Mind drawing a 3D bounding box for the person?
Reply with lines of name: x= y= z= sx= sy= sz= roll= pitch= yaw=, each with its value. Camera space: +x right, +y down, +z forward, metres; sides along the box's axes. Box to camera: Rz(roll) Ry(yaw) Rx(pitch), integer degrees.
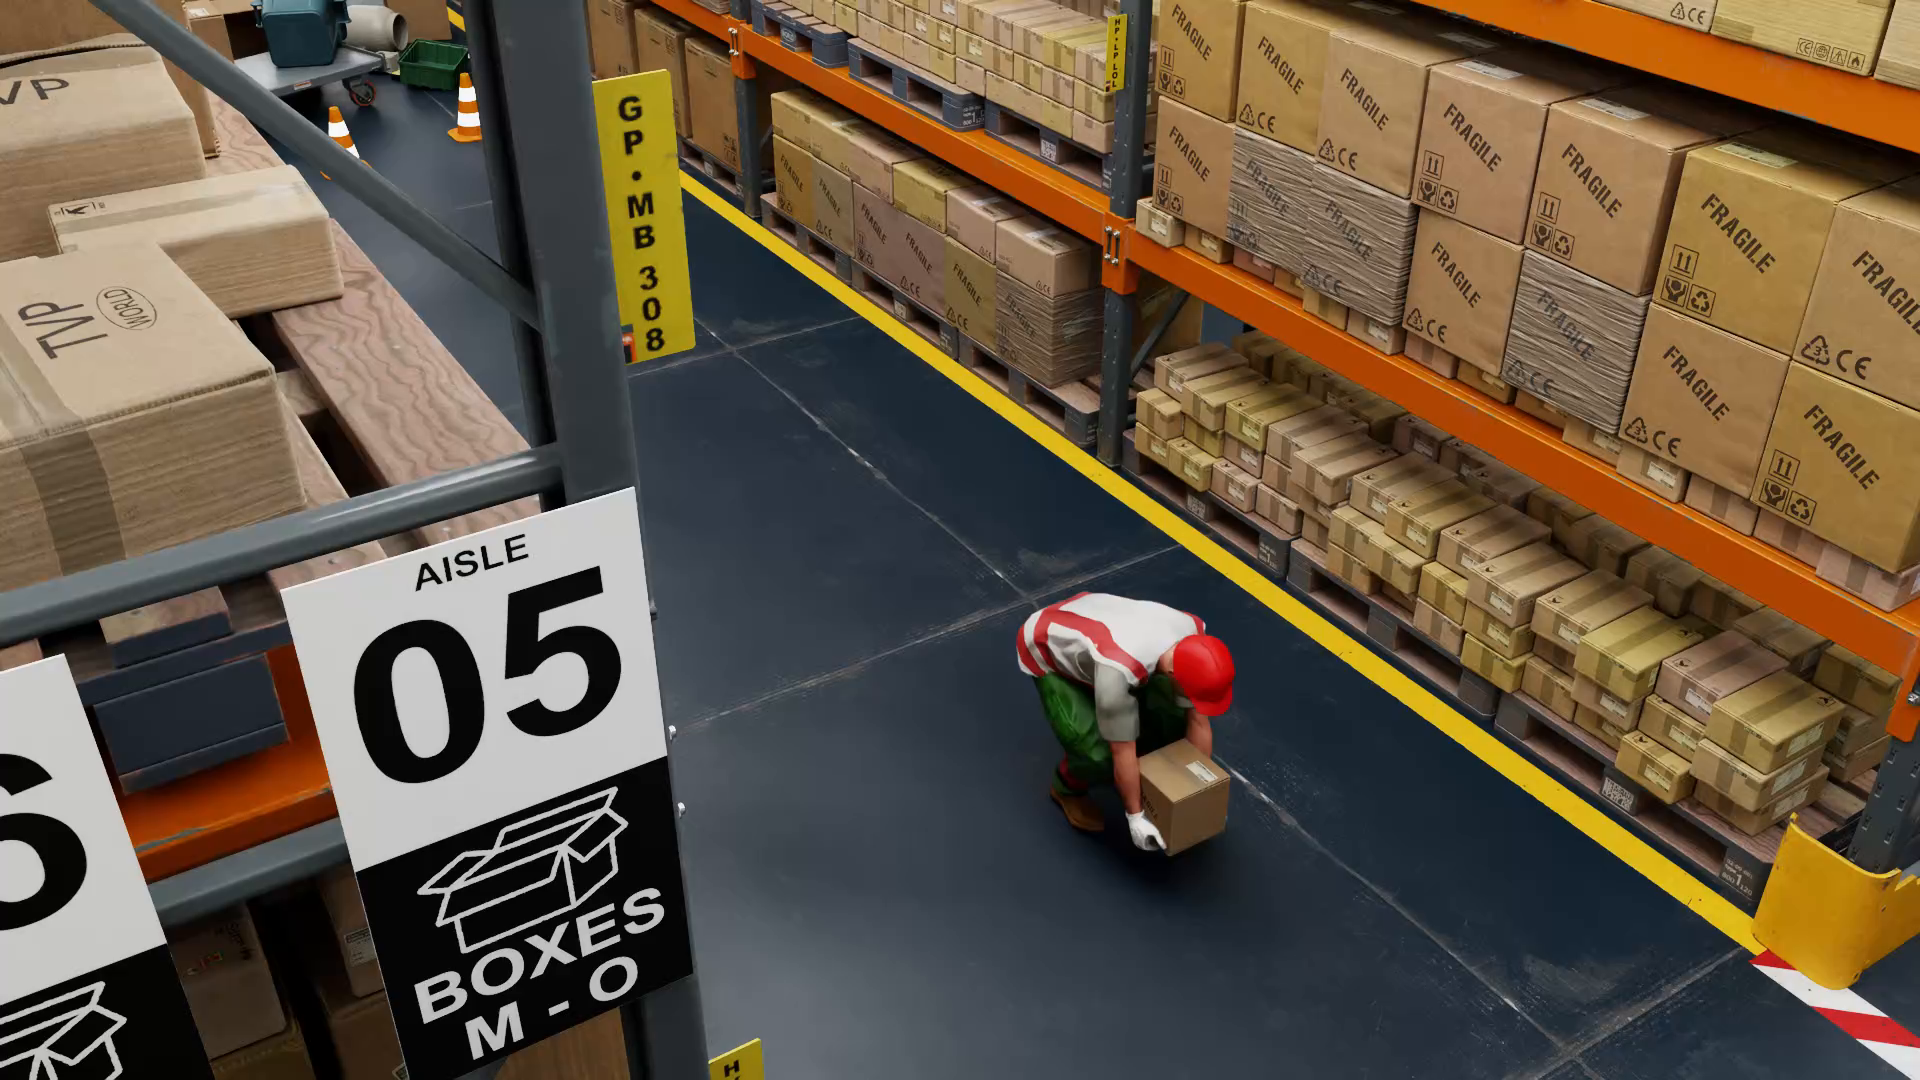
person: x=0.589 y=0.602 z=5.916 sx=0.523 sy=0.990 sz=0.901 roll=-20 pitch=37 yaw=-29
